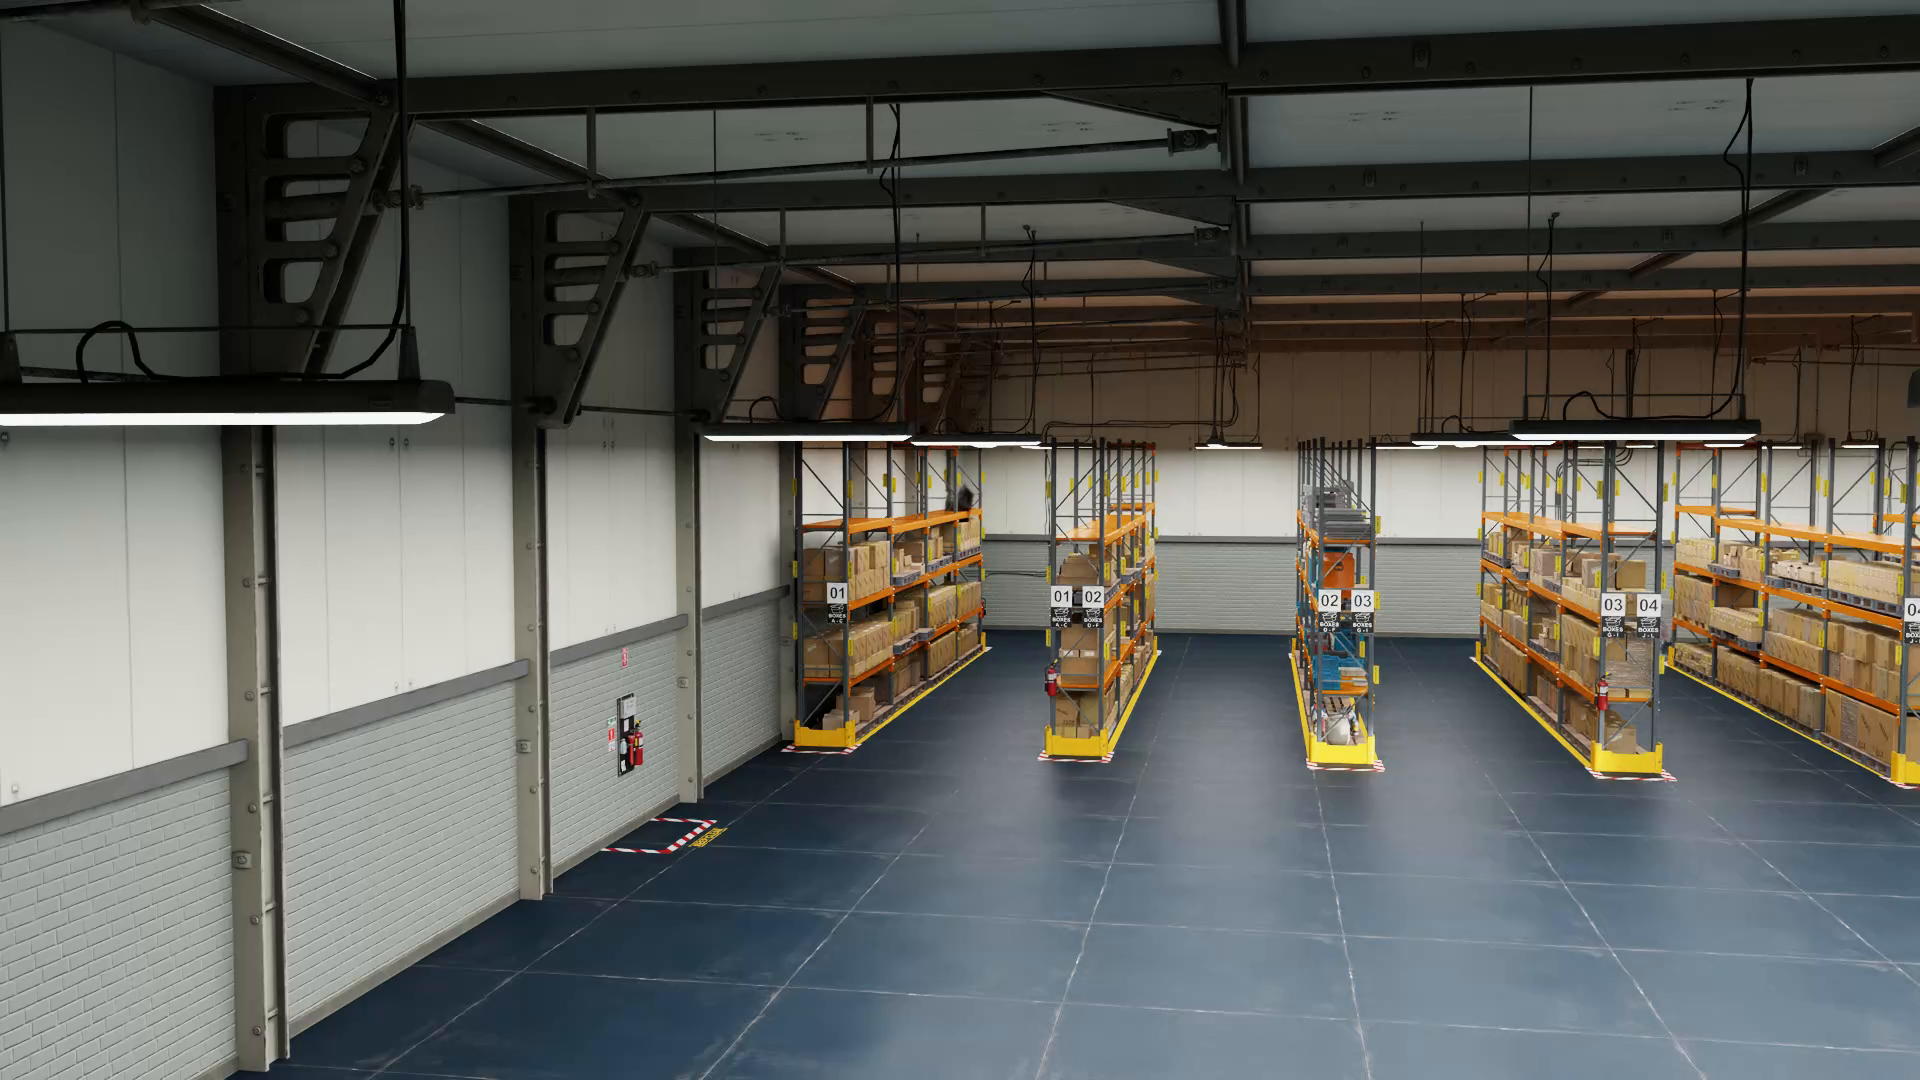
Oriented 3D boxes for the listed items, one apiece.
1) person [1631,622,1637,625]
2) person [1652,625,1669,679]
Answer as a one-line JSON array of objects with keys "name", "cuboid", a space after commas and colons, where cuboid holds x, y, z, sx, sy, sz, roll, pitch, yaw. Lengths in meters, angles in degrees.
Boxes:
[{"name": "person", "cuboid": [17.903, 2.501, 45.043, 0.885, 1.699, 0.663, 2, 4, 38]}, {"name": "person", "cuboid": [17.122, 2.685, 40.989, 0.666, 1.737, 0.580, 1, 3, 13]}]
